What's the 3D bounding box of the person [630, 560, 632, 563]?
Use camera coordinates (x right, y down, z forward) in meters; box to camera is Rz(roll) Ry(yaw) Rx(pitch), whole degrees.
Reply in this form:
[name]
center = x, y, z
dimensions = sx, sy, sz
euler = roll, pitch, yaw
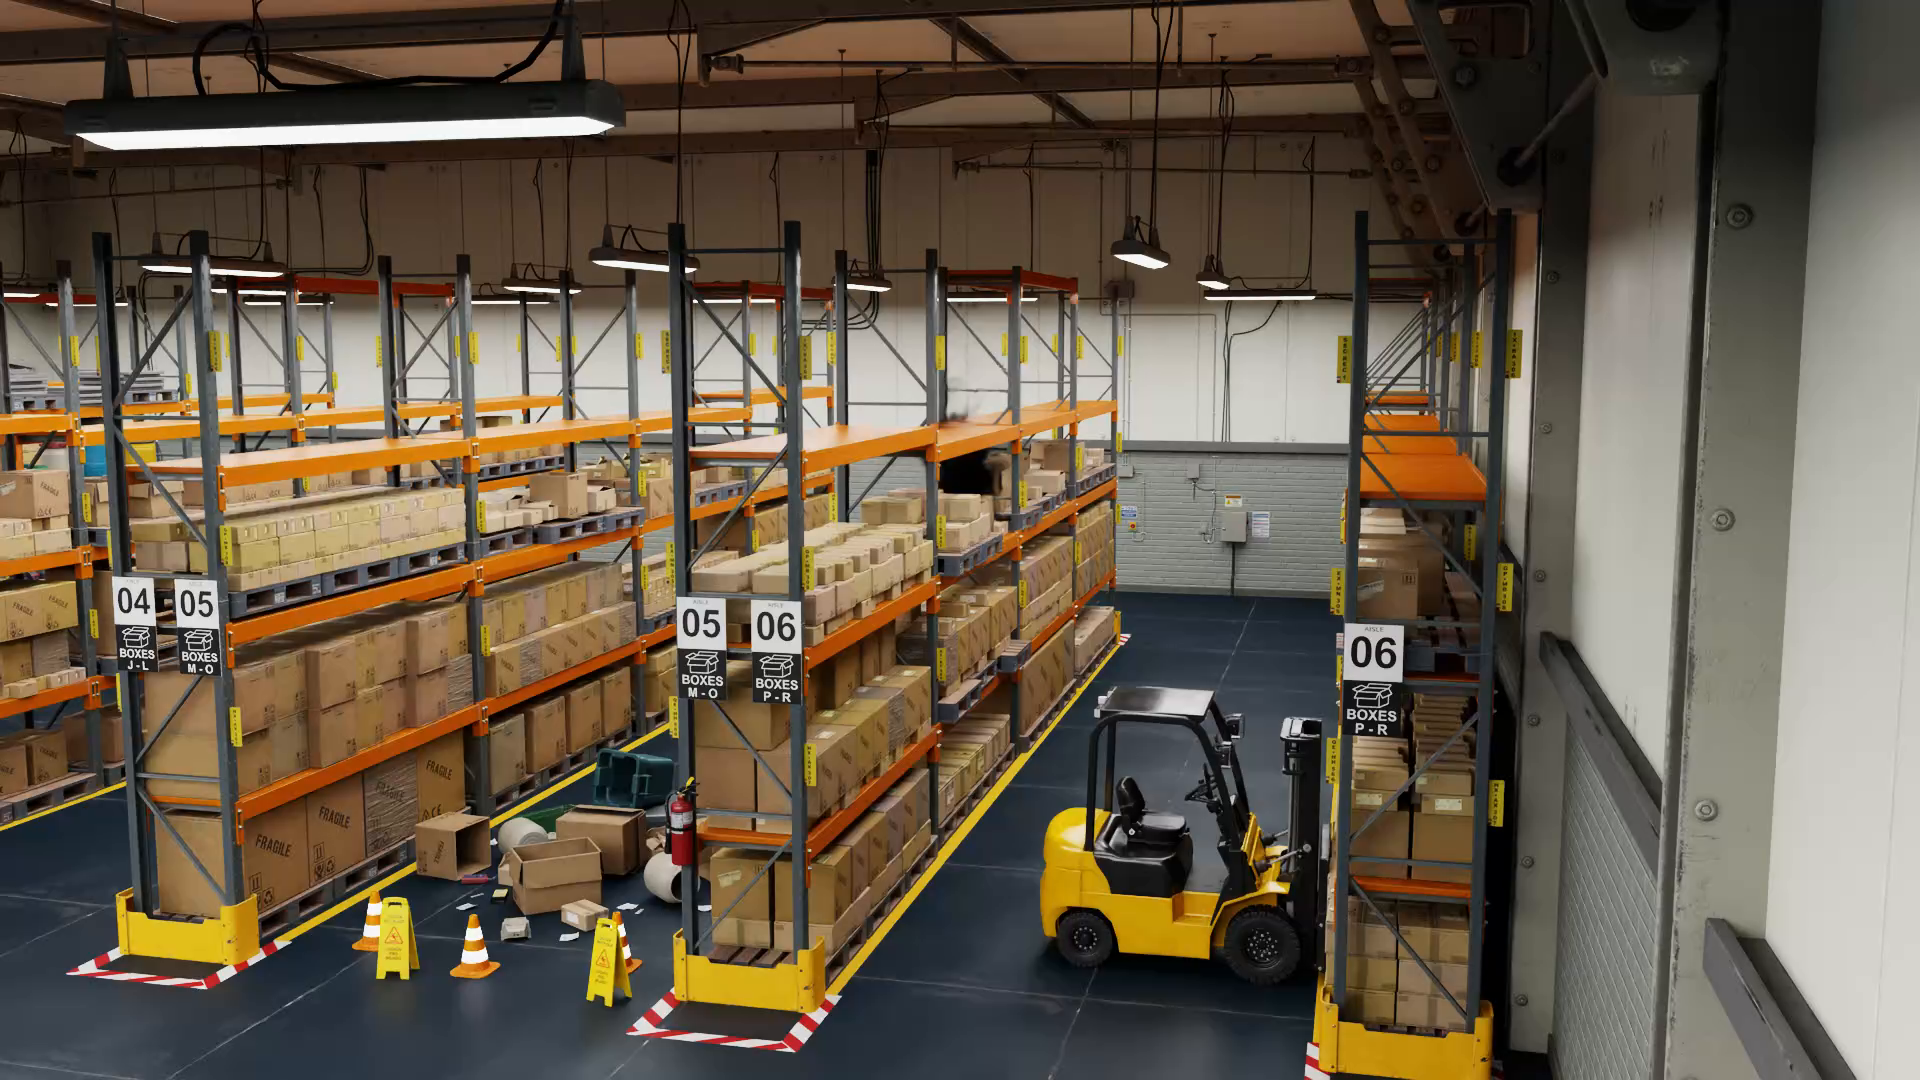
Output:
[person]
center = -5.157, 1.110, 26.510
dimensions = 0.646, 1.648, 0.839
euler = 1, 7, 5
